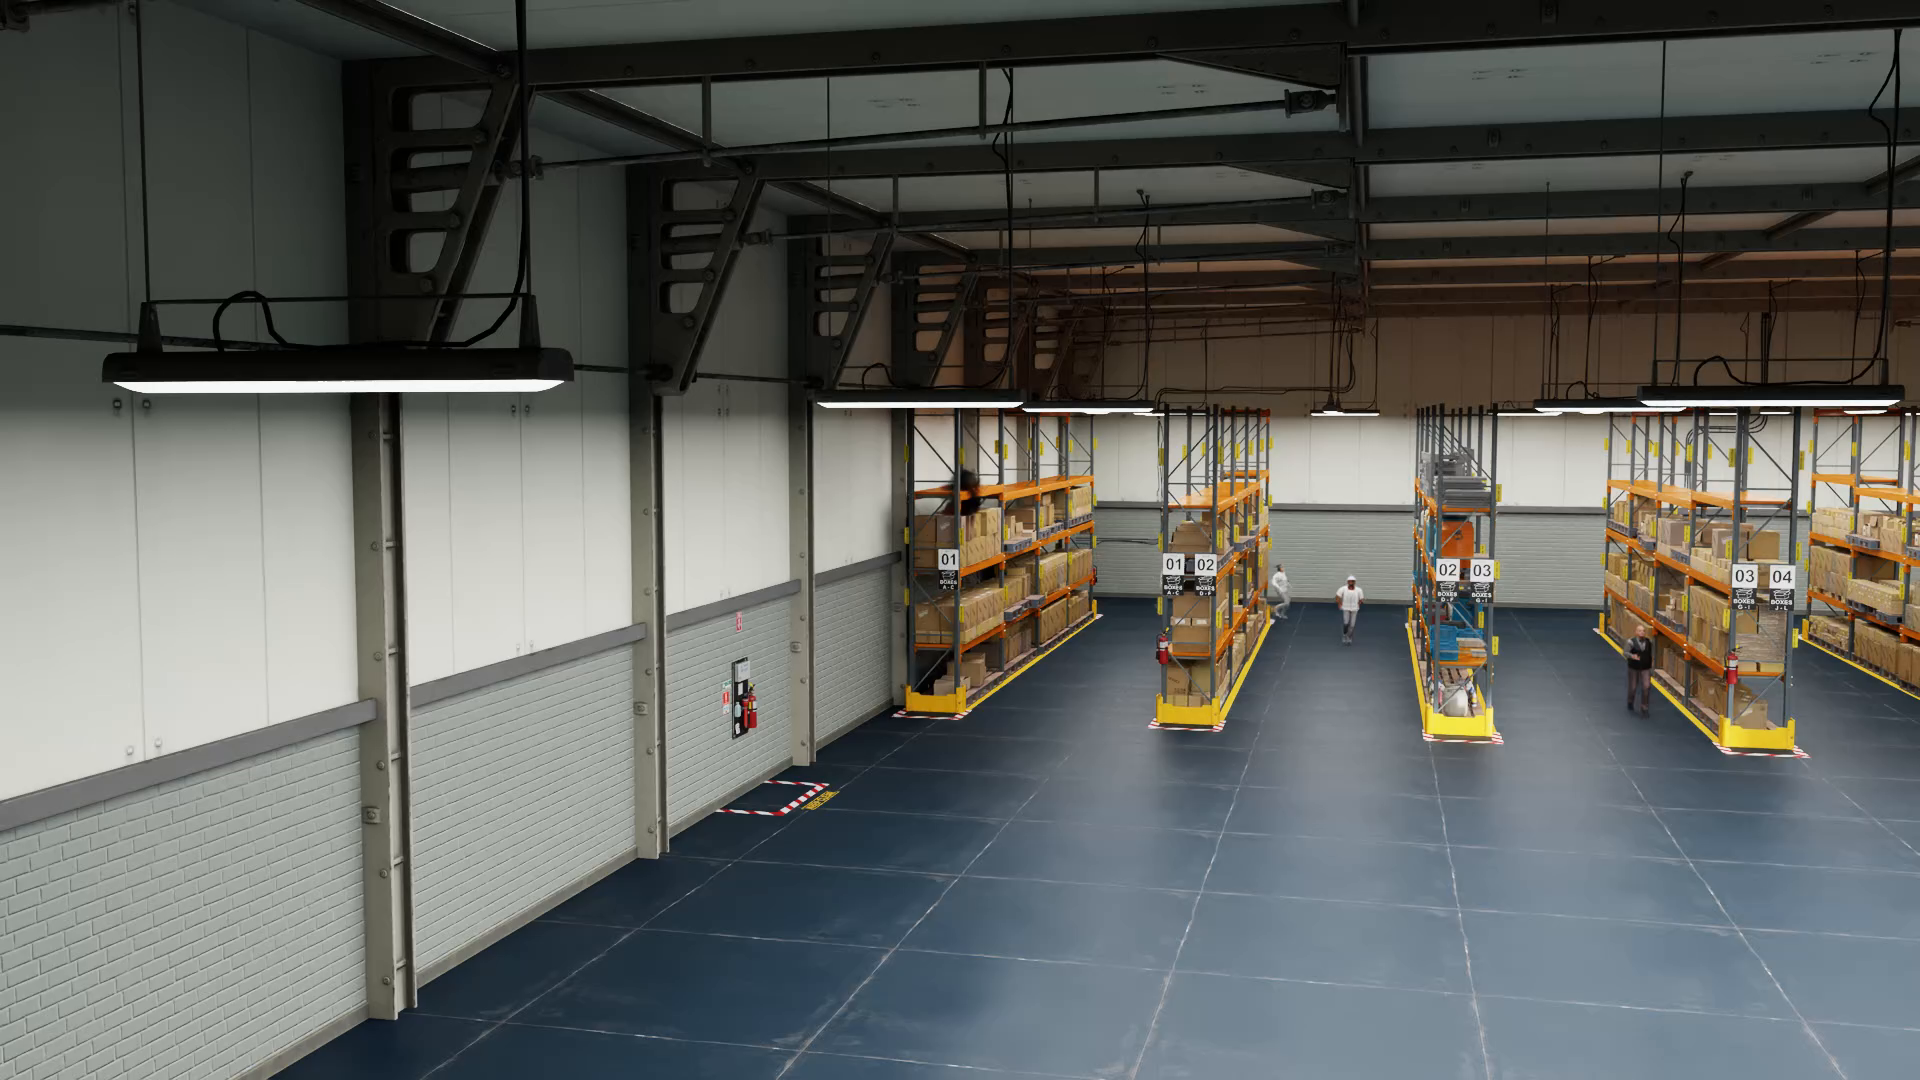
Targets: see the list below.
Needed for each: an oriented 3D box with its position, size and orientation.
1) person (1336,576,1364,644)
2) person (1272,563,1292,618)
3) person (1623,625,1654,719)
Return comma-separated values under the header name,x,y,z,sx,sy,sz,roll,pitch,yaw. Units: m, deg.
name,x,y,z,sx,sy,sz,roll,pitch,yaw
person,9.897,1.779,42.158,0.675,1.742,0.654,0,4,6
person,9.223,1.454,47.661,0.522,1.624,0.622,2,5,31
person,13.116,2.514,32.154,0.610,1.754,0.889,1,4,13
